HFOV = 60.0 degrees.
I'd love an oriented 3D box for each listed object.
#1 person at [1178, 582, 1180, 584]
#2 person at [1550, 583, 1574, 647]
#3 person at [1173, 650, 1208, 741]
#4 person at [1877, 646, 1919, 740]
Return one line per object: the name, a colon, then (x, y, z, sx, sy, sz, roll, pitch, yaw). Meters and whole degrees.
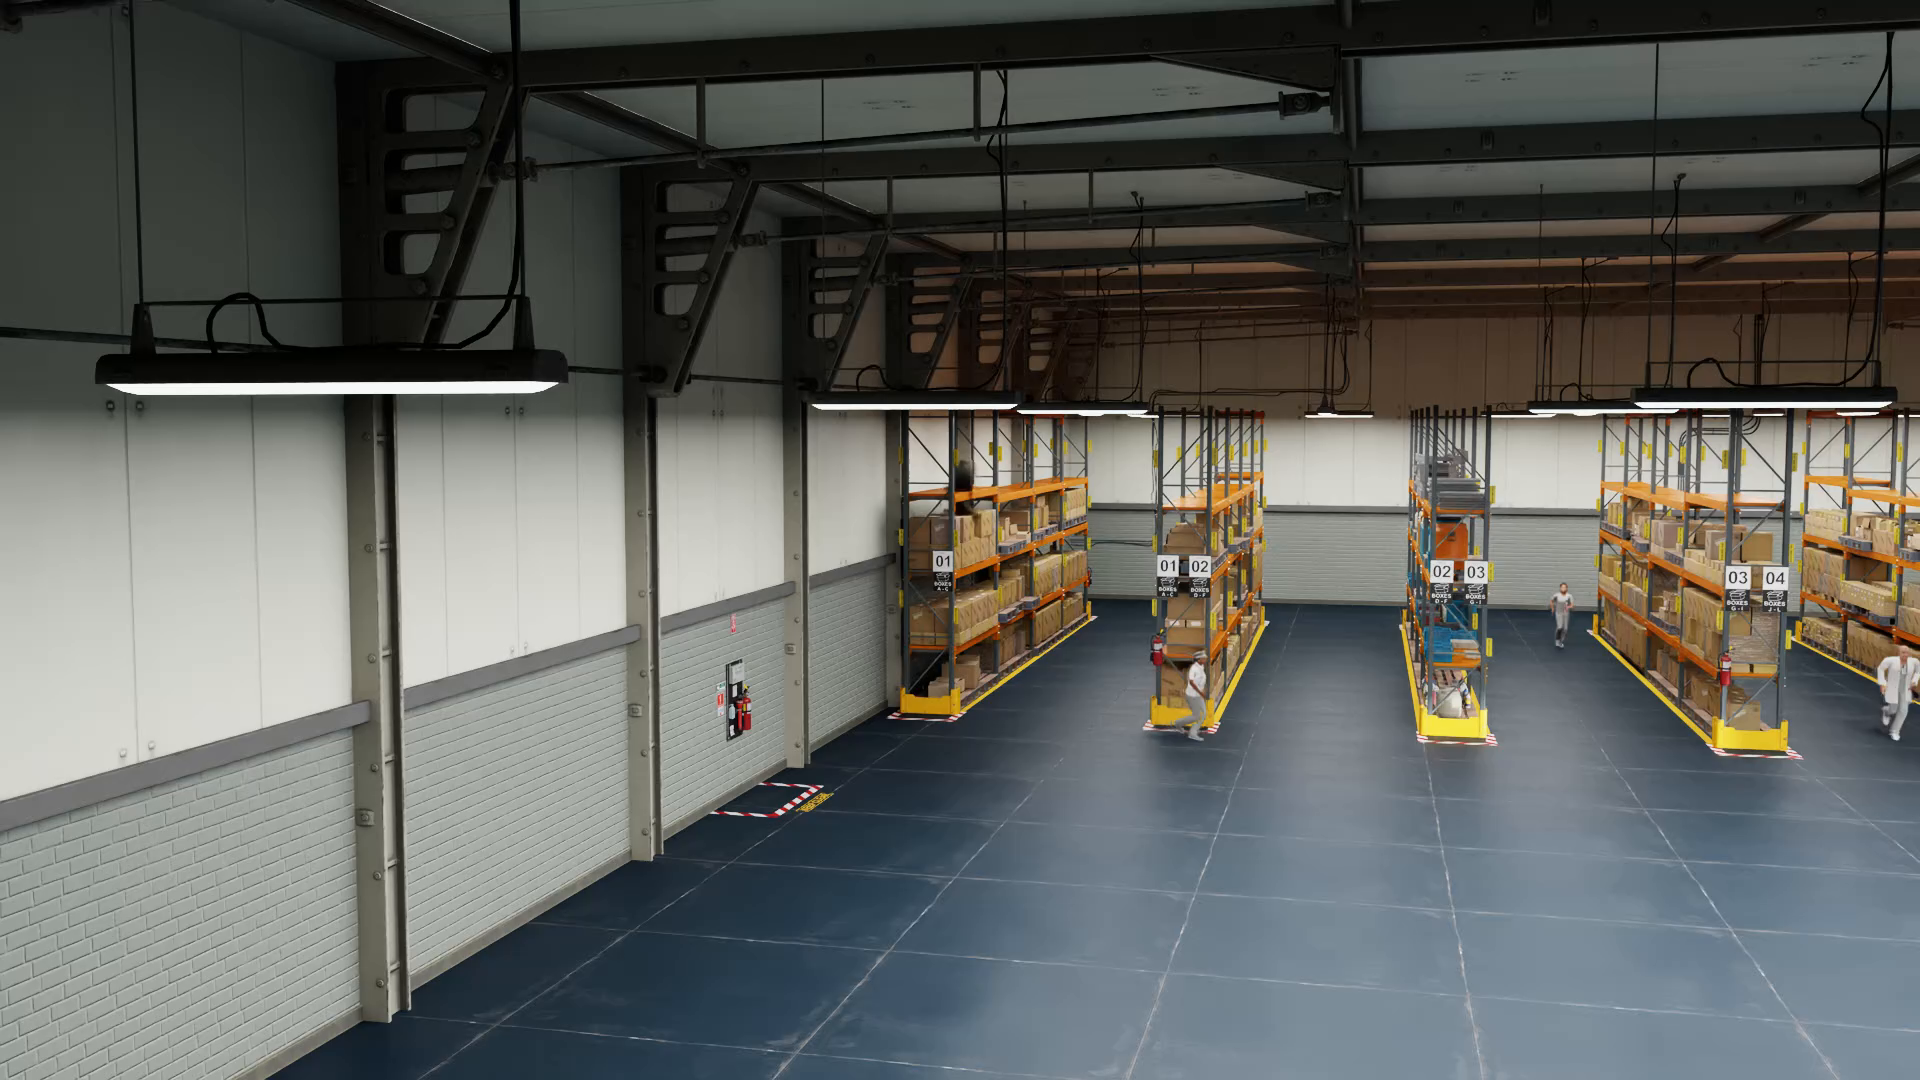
person: (5.990, 1.627, 45.760, 0.537, 1.610, 0.874, 1, 4, 11)
person: (15.127, 1.895, 41.753, 0.538, 1.626, 0.622, 1, 4, 9)
person: (4.133, 2.774, 29.842, 0.614, 1.636, 0.563, 2, 5, 26)
person: (16.962, 2.731, 30.109, 0.699, 1.723, 0.840, 0, 4, 6)
